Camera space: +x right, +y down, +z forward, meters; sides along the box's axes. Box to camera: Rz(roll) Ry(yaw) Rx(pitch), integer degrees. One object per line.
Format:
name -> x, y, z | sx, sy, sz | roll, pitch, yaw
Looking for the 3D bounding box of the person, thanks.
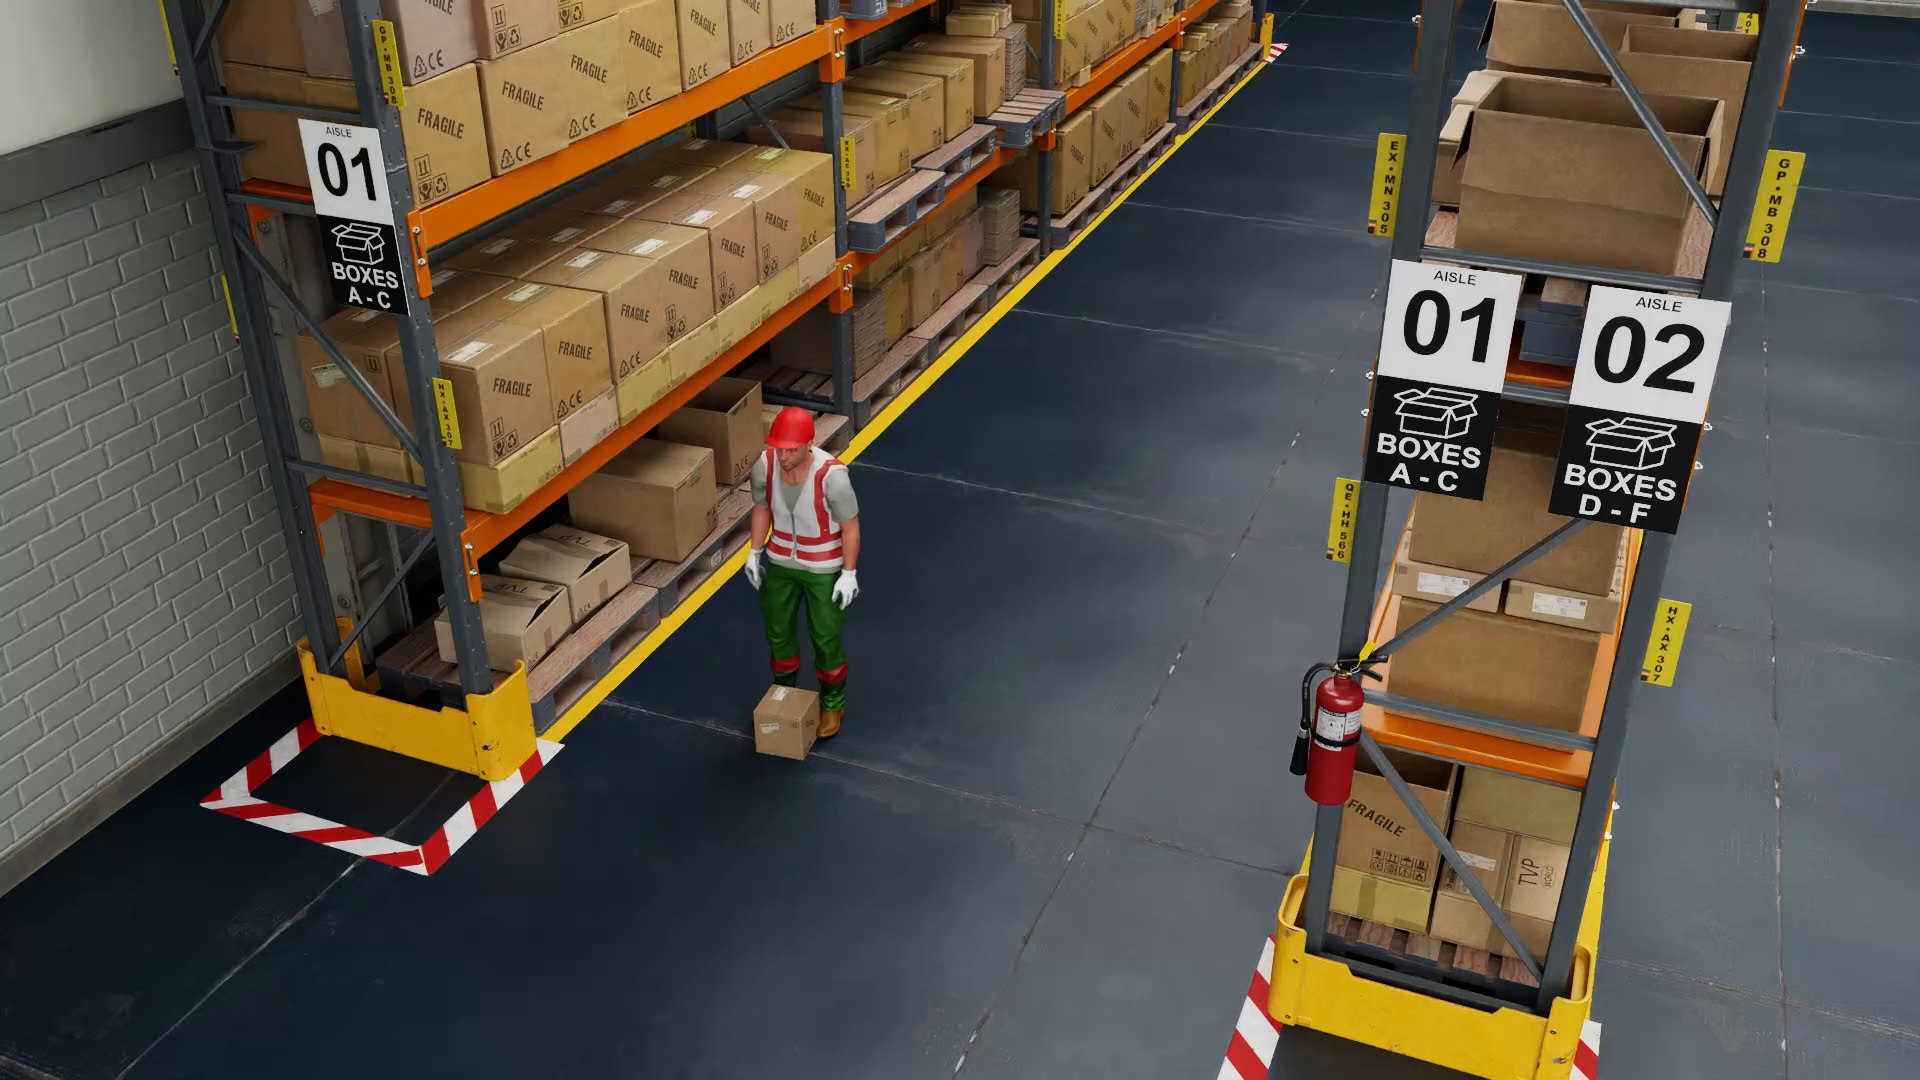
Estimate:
person -> -0.776, 0.141, 8.137 | 0.604, 1.778, 0.453 | 11, 31, 19
